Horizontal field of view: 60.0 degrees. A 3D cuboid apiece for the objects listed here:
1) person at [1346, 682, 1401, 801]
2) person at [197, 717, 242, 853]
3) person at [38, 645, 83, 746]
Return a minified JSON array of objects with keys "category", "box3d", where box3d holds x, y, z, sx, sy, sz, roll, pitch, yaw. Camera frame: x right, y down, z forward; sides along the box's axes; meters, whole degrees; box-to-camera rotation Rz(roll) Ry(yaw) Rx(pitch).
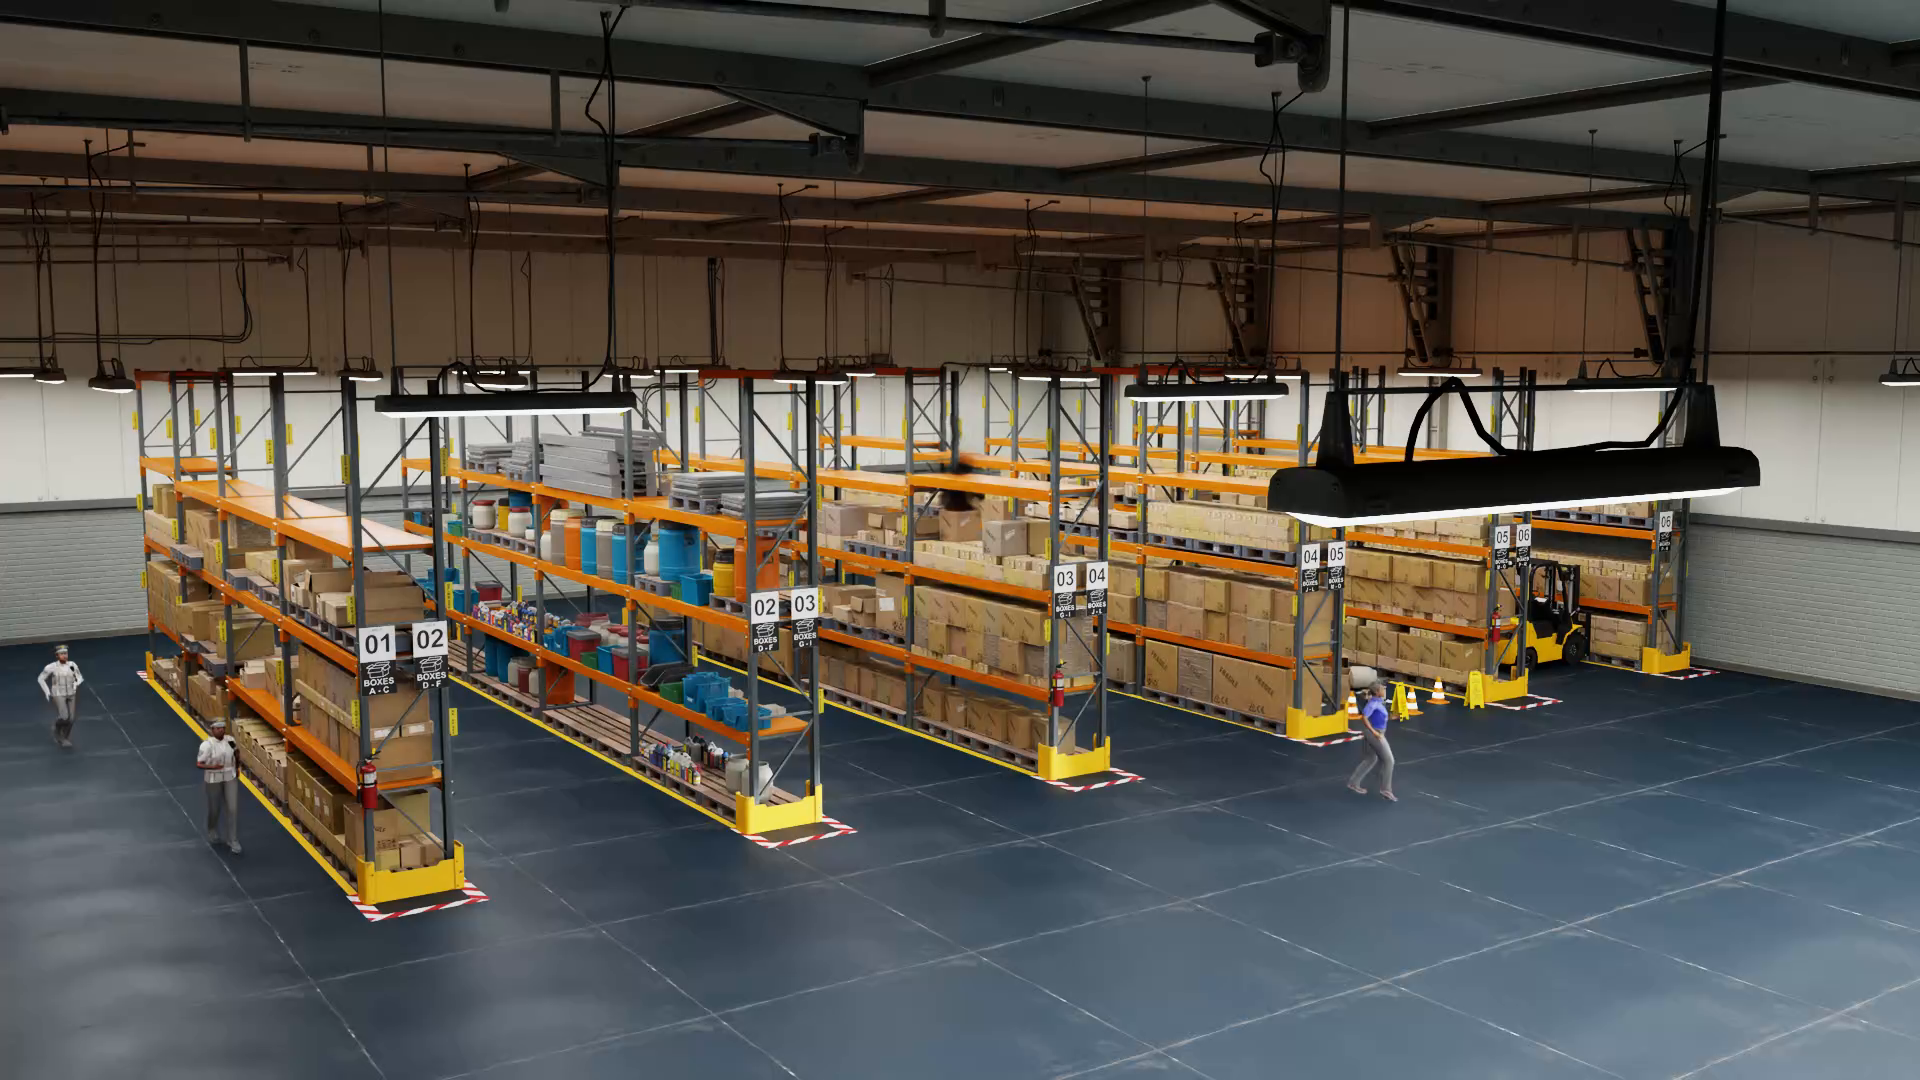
[{"category":"person","box3d":[5.878,2.860,23.594,0.727,1.699,0.560,0,6,4]},{"category":"person","box3d":[-9.415,3.078,21.195,0.578,1.693,0.870,-5,8,-39]},{"category":"person","box3d":[-14.339,2.500,26.633,0.562,1.657,0.599,5,8,40]}]
